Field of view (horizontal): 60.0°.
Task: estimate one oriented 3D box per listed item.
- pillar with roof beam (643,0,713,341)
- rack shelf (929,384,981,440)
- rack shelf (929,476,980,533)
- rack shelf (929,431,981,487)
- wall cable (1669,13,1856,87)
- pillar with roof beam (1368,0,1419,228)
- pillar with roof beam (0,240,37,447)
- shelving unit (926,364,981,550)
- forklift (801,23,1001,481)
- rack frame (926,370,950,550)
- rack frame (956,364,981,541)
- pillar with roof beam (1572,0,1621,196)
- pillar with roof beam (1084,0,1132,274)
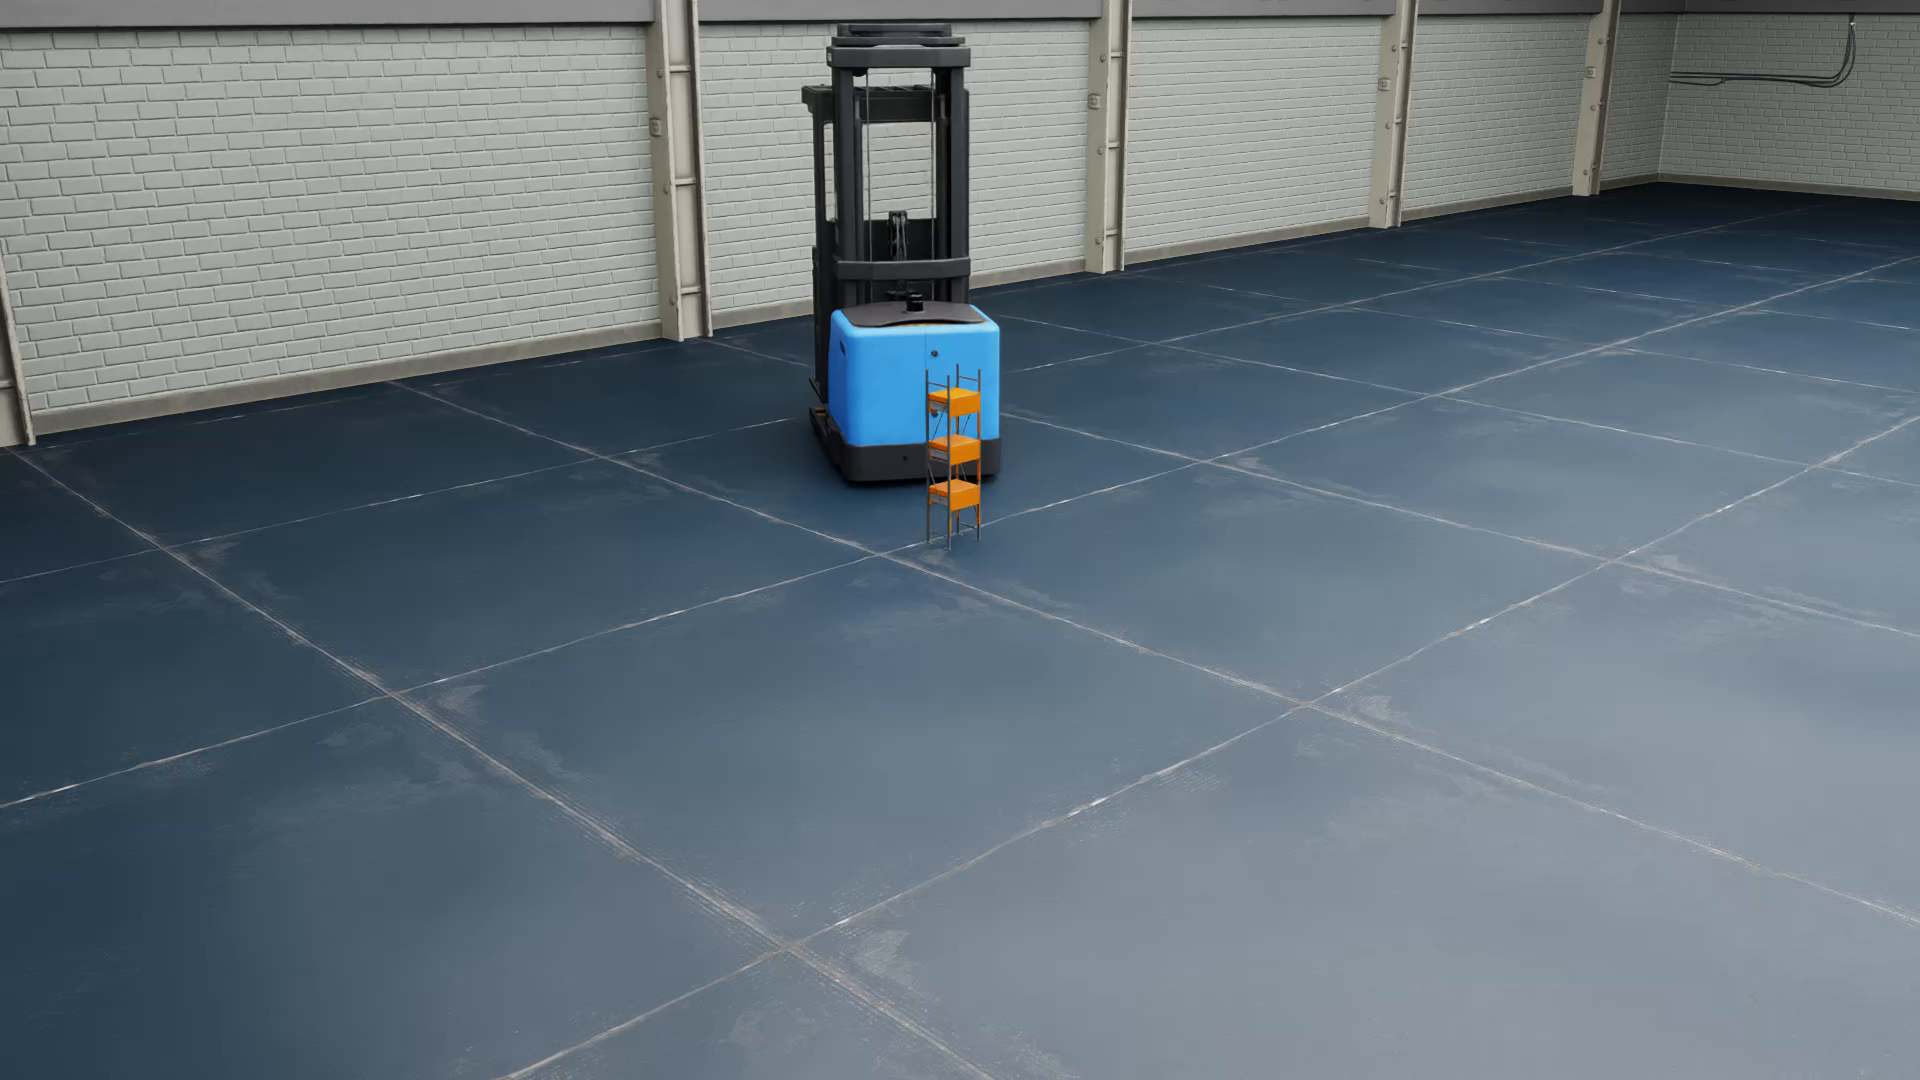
[{"bbox_3d":[0.324,-5.280,11.679,0.400,9.000,9.100,-16,24,-41],"label":"pillar with roof beam"},{"bbox_3d":[-0.039,-0.748,9.704,0.240,0.259,0.215,-16,24,-41],"label":"rack shelf"},{"bbox_3d":[-0.039,-0.214,9.877,0.240,0.259,0.215,-16,24,-41],"label":"rack shelf"},{"bbox_3d":[-0.039,-0.478,9.791,0.240,0.259,0.215,-16,24,-41],"label":"rack shelf"},{"bbox_3d":[13.495,-8.910,27.909,0.112,2.526,3.097,-16,24,-41],"label":"wall cable"},{"bbox_3d":[9.044,-7.823,19.522,0.400,9.000,9.100,-16,24,-41],"label":"pillar with roof beam"},{"bbox_3d":[-4.035,-4.009,7.758,0.400,9.000,9.100,-16,24,-41],"label":"pillar with roof beam"},{"bbox_3d":[-0.039,-0.488,9.788,0.252,1.050,0.215,-16,24,-41],"label":"shelving unit"},{"bbox_3d":[-0.525,-2.194,12.001,1.130,2.935,3.031,-4,18,-11],"label":"forklift"},{"bbox_3d":[-0.128,-0.462,9.708,0.008,1.050,0.200,-16,24,-41],"label":"rack frame"},{"bbox_3d":[0.050,-0.514,9.868,0.008,1.050,0.200,-16,24,-41],"label":"rack frame"},{"bbox_3d":[13.403,-9.094,23.443,0.400,9.000,9.100,-16,24,-41],"label":"pillar with roof beam"},{"bbox_3d":[4.684,-6.551,15.600,0.400,9.000,9.100,-16,24,-41],"label":"pillar with roof beam"}]
